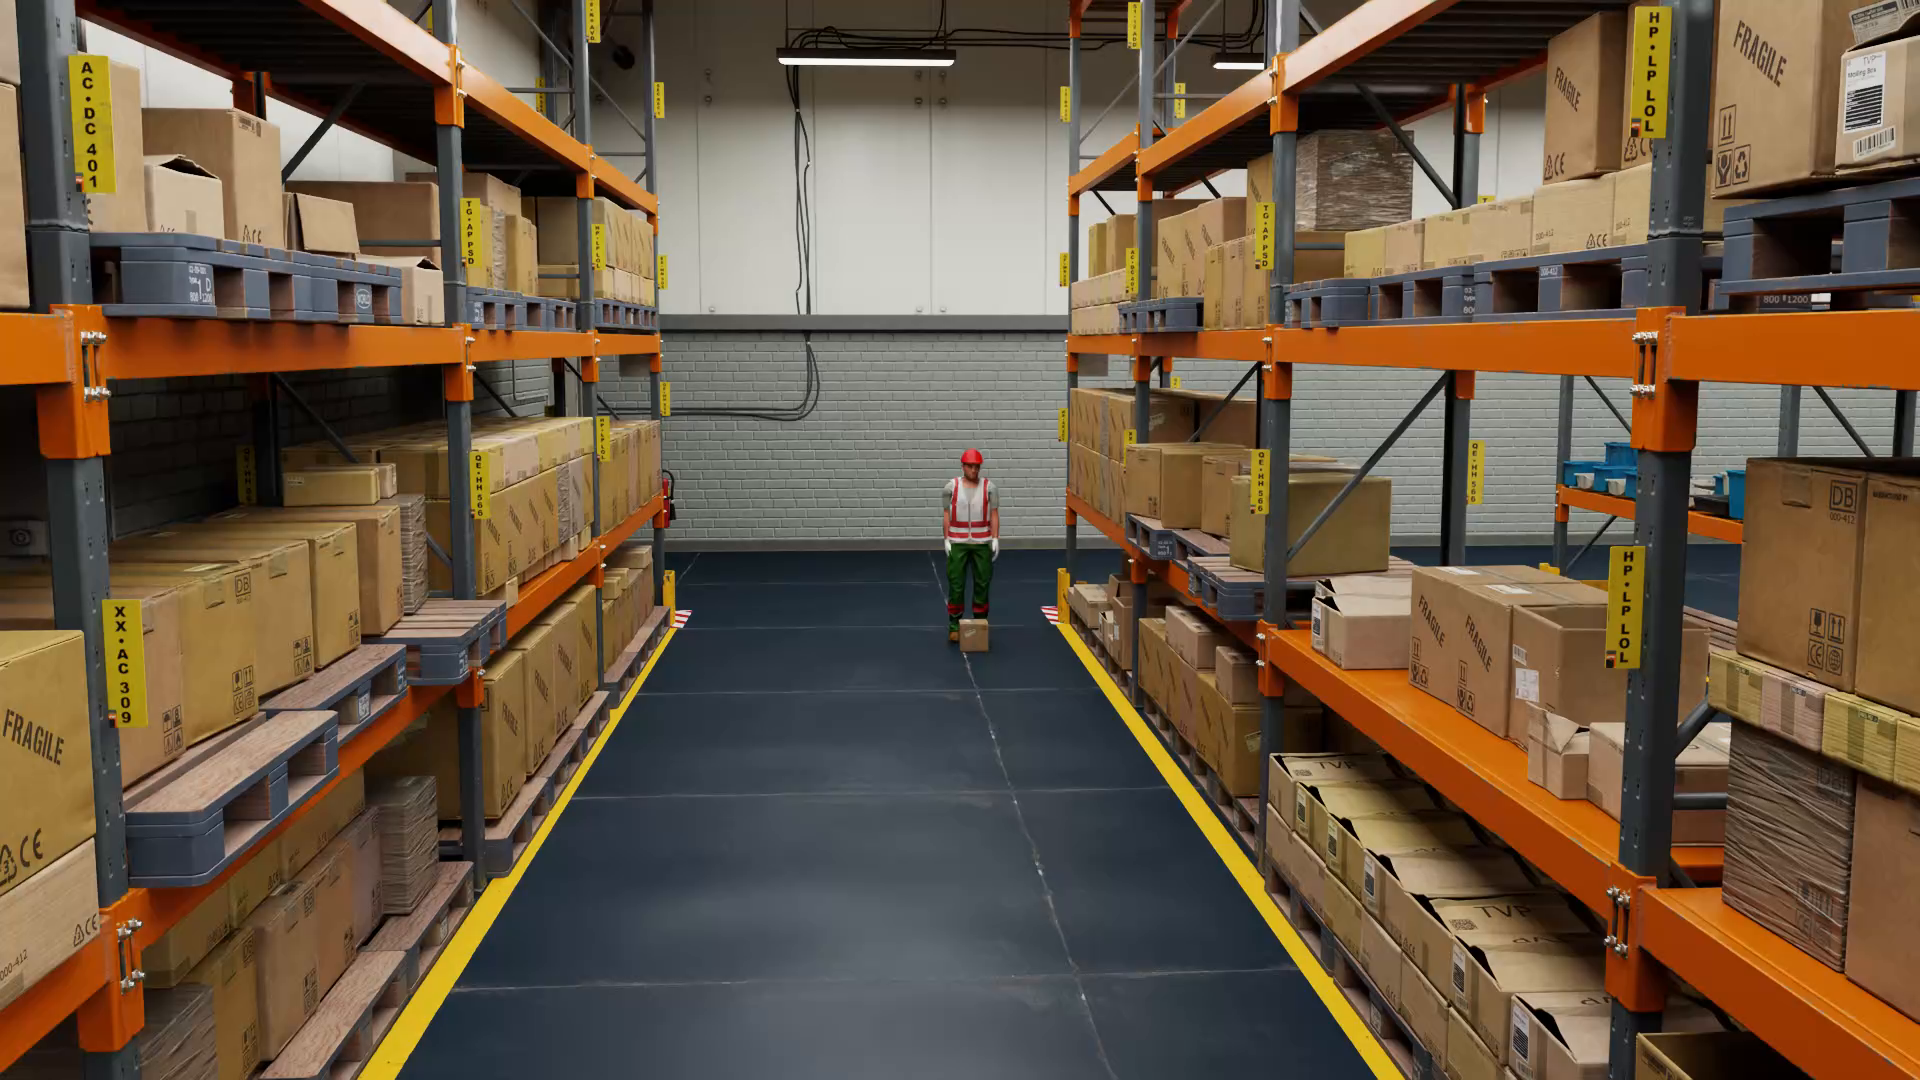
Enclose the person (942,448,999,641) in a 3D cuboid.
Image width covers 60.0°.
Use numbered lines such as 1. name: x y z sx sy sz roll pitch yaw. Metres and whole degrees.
1. person: 0.102 0.042 15.313 0.527 1.780 0.348 0 7 -3
